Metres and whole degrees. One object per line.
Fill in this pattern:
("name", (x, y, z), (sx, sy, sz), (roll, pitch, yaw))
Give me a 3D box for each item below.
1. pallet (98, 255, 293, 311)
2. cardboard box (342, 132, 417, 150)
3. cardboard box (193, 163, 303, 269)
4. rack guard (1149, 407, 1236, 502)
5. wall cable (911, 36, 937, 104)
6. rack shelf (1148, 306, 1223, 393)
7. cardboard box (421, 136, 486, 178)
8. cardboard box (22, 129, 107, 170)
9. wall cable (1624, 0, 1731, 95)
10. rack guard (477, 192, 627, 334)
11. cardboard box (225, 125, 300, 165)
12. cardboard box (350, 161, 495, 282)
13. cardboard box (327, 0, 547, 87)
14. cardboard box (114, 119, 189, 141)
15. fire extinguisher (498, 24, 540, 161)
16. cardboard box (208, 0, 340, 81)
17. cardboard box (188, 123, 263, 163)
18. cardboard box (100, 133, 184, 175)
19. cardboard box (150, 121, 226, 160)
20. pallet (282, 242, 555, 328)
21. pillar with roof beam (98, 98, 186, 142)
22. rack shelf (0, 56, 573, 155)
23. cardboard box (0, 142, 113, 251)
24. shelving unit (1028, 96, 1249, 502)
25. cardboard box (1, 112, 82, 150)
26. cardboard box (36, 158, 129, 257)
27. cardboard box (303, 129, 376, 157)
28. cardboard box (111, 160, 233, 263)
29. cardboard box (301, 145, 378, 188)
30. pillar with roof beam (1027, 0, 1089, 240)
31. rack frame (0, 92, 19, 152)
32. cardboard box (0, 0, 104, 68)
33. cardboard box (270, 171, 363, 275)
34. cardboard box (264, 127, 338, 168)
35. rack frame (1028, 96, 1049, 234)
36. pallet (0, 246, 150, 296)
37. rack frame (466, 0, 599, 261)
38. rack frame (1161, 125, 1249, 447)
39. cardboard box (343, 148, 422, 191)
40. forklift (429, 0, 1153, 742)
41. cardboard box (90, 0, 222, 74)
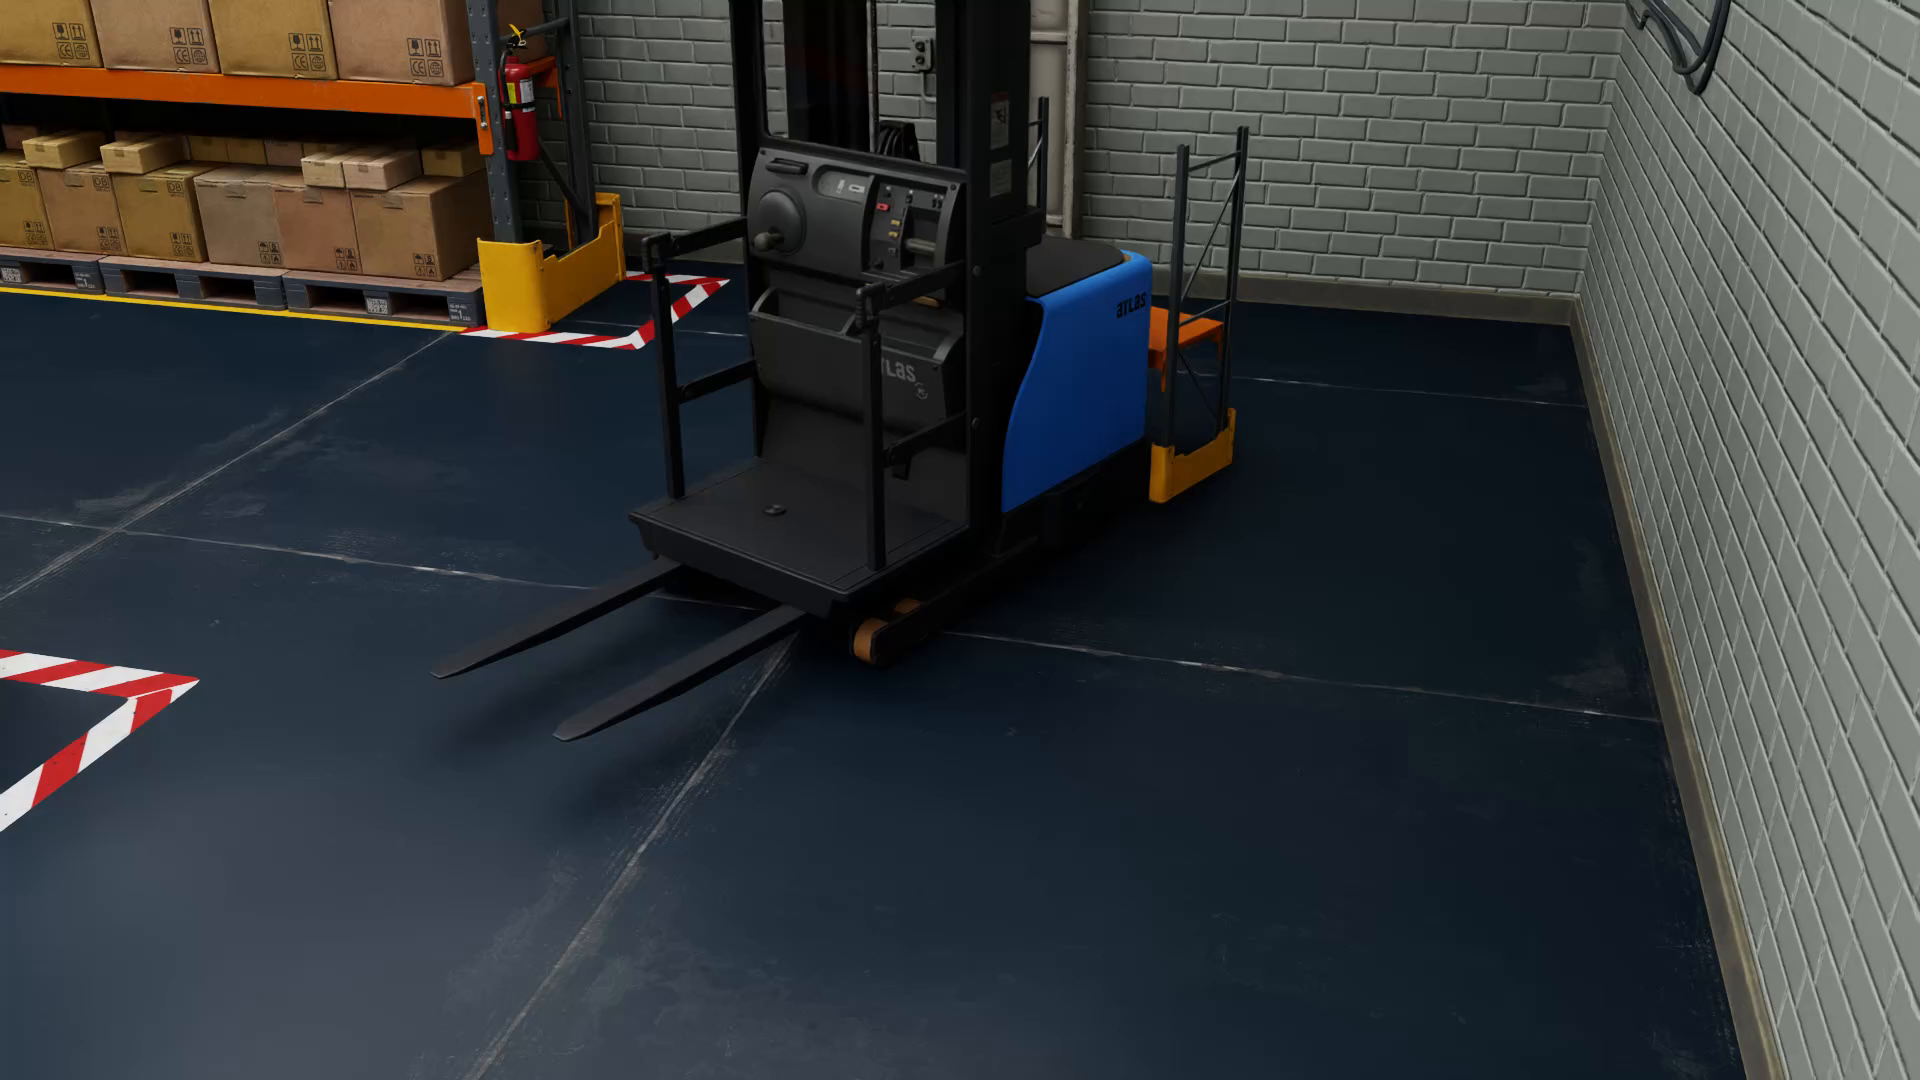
("pallet", (-4.317, -1.670, 10.012), (1.213, 0.211, 1.003), (6, 26, 13))
("cardboard box", (-3.368, -2.255, 9.663), (0.250, 0.149, 0.380), (6, 26, 13))
("cardboard box", (-4.020, -1.946, 9.767), (0.500, 0.500, 0.700), (5, 26, 11))
("rack guard", (1.017, -0.378, 7.254), (0.087, 0.250, 0.587), (19, 31, 35))
("wall cable", (-0.870, -3.460, 9.346), (1.851, 1.984, 0.084), (6, 26, 13))
("rack shelf", (0.623, -0.918, 7.351), (1.000, 0.185, 0.538), (19, 31, 35))
("cardboard box", (-2.877, -2.201, 9.549), (0.250, 0.149, 0.380), (6, 26, 13))
("cardboard box", (-5.234, -2.291, 9.738), (0.250, 0.149, 0.380), (7, 26, 15))
("wall cable", (3.043, -3.297, 6.819), (0.112, 2.526, 3.097), (6, 26, 13))
("rack guard", (-2.322, -1.613, 9.557), (0.348, 0.500, 1.175), (6, 26, 13))
("cardboard box", (-4.106, -2.336, 9.833), (0.250, 0.149, 0.380), (7, 26, 14))
("cardboard box", (-3.048, -1.839, 9.542), (0.500, 0.500, 0.700), (6, 26, 13))
("cardboard box", (-2.842, -2.930, 9.066), (0.700, 0.700, 0.980), (8, 26, 15))
("cardboard box", (-4.845, -2.418, 10.005), (0.250, 0.149, 0.380), (5, 26, 11))
("fire extinguisher", (-2.314, -2.333, 8.684), (0.183, 0.674, 0.296), (6, 26, 13))
("cardboard box", (-3.549, -3.004, 9.220), (0.700, 0.700, 0.980), (6, 26, 13))
("cardboard box", (-4.351, -2.364, 9.890), (0.250, 0.149, 0.380), (6, 26, 12))
("cardboard box", (-4.729, -2.235, 9.621), (0.250, 0.149, 0.380), (6, 26, 12))
("cardboard box", (-4.601, -2.391, 9.948), (0.250, 0.149, 0.380), (7, 26, 14))
("pallet", (-3.139, -1.538, 9.736), (1.213, 0.211, 1.003), (6, 26, 13))
("pillar with roof beam", (-6.398, -4.374, 5.469), (0.400, 9.000, 9.100), (6, 26, 13))
("rack shelf", (-4.282, -2.634, 9.629), (4.000, 0.370, 1.077), (6, 26, 13))
("cardboard box", (-5.521, -2.111, 10.114), (0.500, 0.500, 0.700), (7, 26, 14))
("shelving unit", (0.630, -1.078, 7.268), (1.083, 1.500, 0.587), (19, 31, 35))
("cardboard box", (-5.612, -2.502, 10.181), (0.250, 0.149, 0.380), (6, 26, 13))
("cardboard box", (-5.035, -2.056, 9.998), (0.500, 0.500, 0.700), (6, 26, 12))
("cardboard box", (-3.610, -2.282, 9.719), (0.250, 0.149, 0.380), (7, 26, 13))
("cardboard box", (-4.538, -2.000, 9.880), (0.500, 0.500, 0.700), (7, 26, 14))
("cardboard box", (-3.466, -2.097, 9.329), (0.250, 0.149, 0.380), (7, 26, 14))
("pillar with roof beam", (-0.587, -3.732, 4.120), (0.400, 9.000, 9.100), (6, 26, 13))
("rack frame", (-6.219, -3.173, 9.924), (0.127, 3.000, 1.000), (6, 26, 13))
("cardboard box", (-4.992, -3.163, 9.555), (0.700, 0.700, 0.980), (6, 26, 12))
("cardboard box", (-3.533, -1.892, 9.654), (0.500, 0.500, 0.700), (6, 26, 13))
("cardboard box", (-3.857, -2.309, 9.776), (0.250, 0.149, 0.380), (7, 26, 14))
("rack frame", (0.228, -1.218, 7.562), (0.032, 1.500, 0.500), (19, 31, 35))
("pallet", (-5.502, -1.800, 10.284), (1.213, 0.211, 1.003), (6, 26, 13))
("rack frame", (-2.345, -2.744, 9.025), (0.127, 3.000, 1.000), (6, 26, 13))
("rack frame", (1.018, -0.943, 6.984), (0.032, 1.500, 0.500), (19, 31, 35))
("cardboard box", (-3.218, -2.069, 9.272), (0.250, 0.149, 0.380), (6, 26, 12))
("forklift", (-0.514, -1.122, 5.698), (1.130, 2.935, 3.031), (18, 31, 34))
("cardboard box", (-4.285, -3.089, 9.400), (0.700, 0.700, 0.980), (5, 26, 10))
